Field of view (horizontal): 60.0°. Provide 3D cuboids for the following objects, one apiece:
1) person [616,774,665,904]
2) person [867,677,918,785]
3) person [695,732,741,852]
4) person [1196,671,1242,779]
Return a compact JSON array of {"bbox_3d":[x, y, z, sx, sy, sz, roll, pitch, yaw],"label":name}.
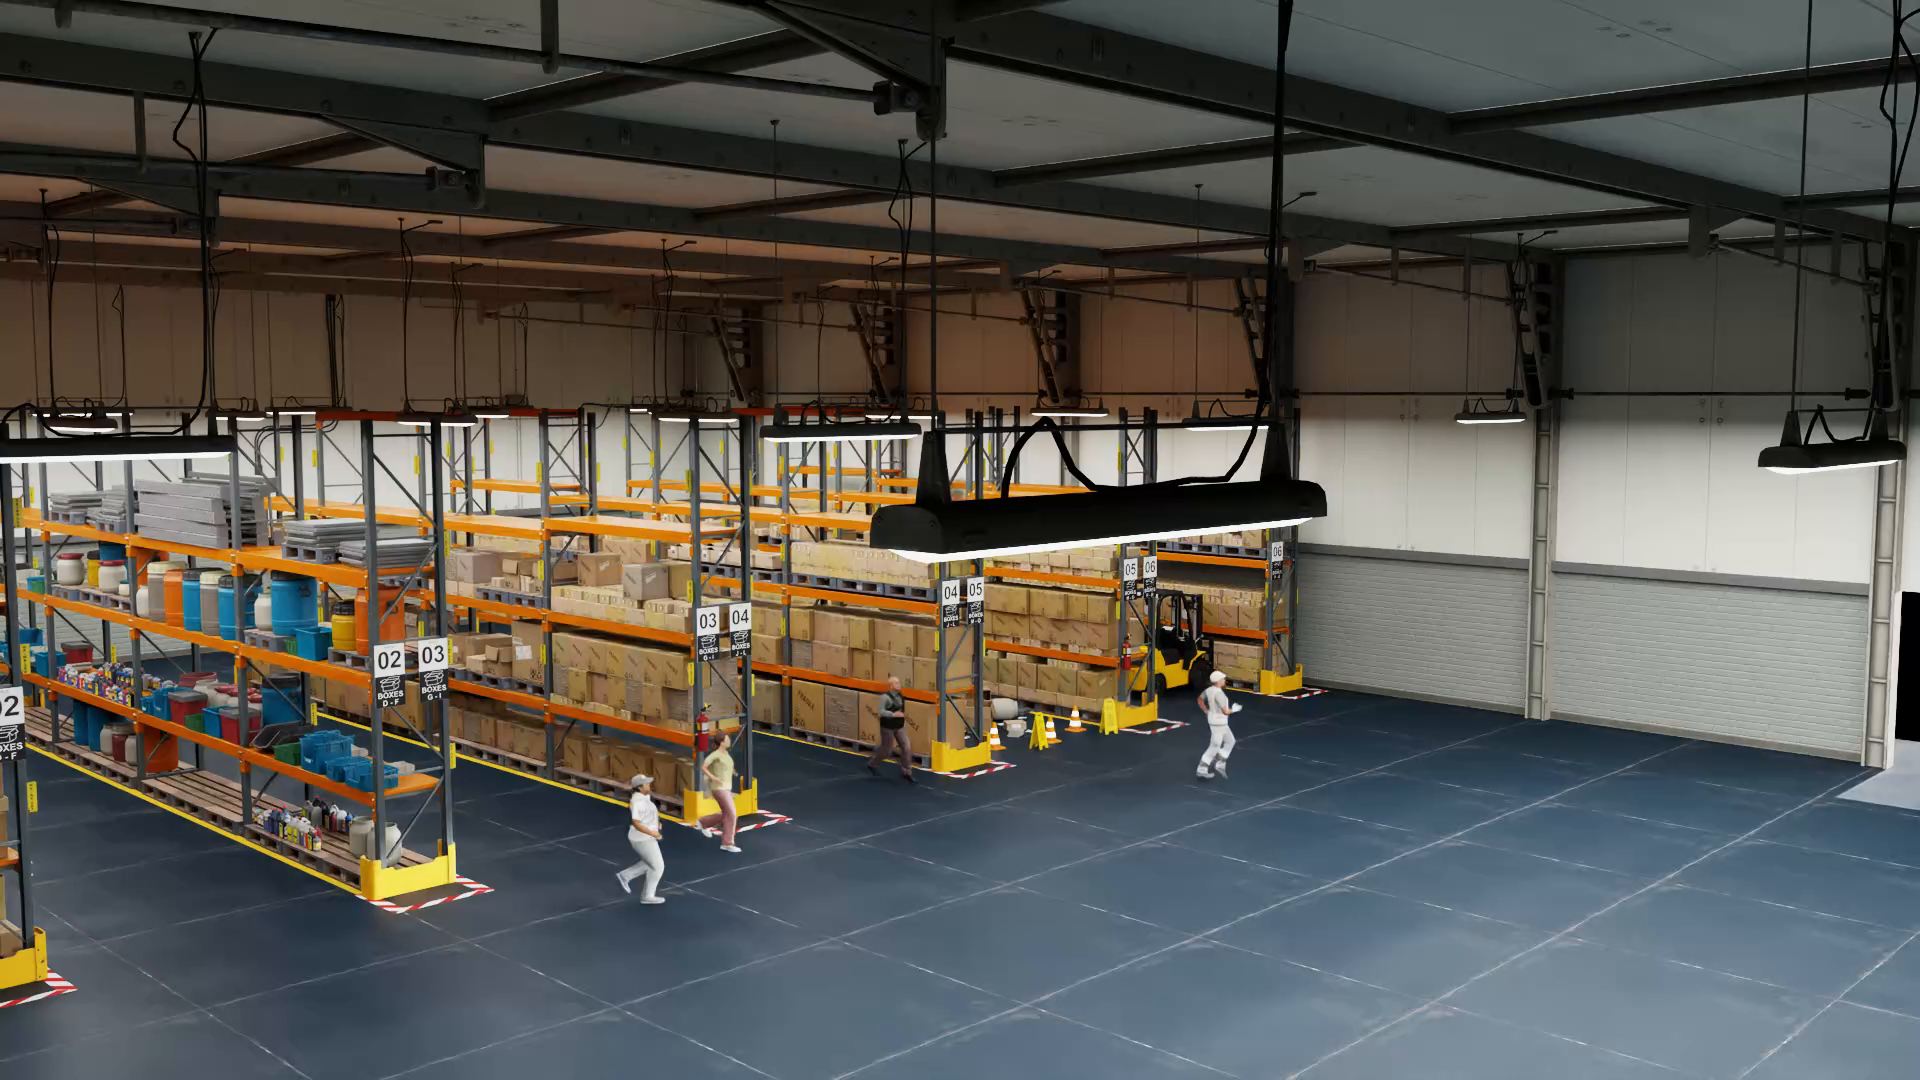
[{"bbox_3d":[-3.967,3.704,20.602,0.584,1.623,0.644,-1,5,-13],"label":"person"},{"bbox_3d":[-1.118,3.079,27.061,0.931,1.738,0.685,4,6,37],"label":"person"},{"bbox_3d":[-3.353,3.487,23.258,0.784,1.631,0.609,1,5,15],"label":"person"},{"bbox_3d":[4.225,3.037,27.151,0.743,1.824,0.640,0,5,-2],"label":"person"}]
